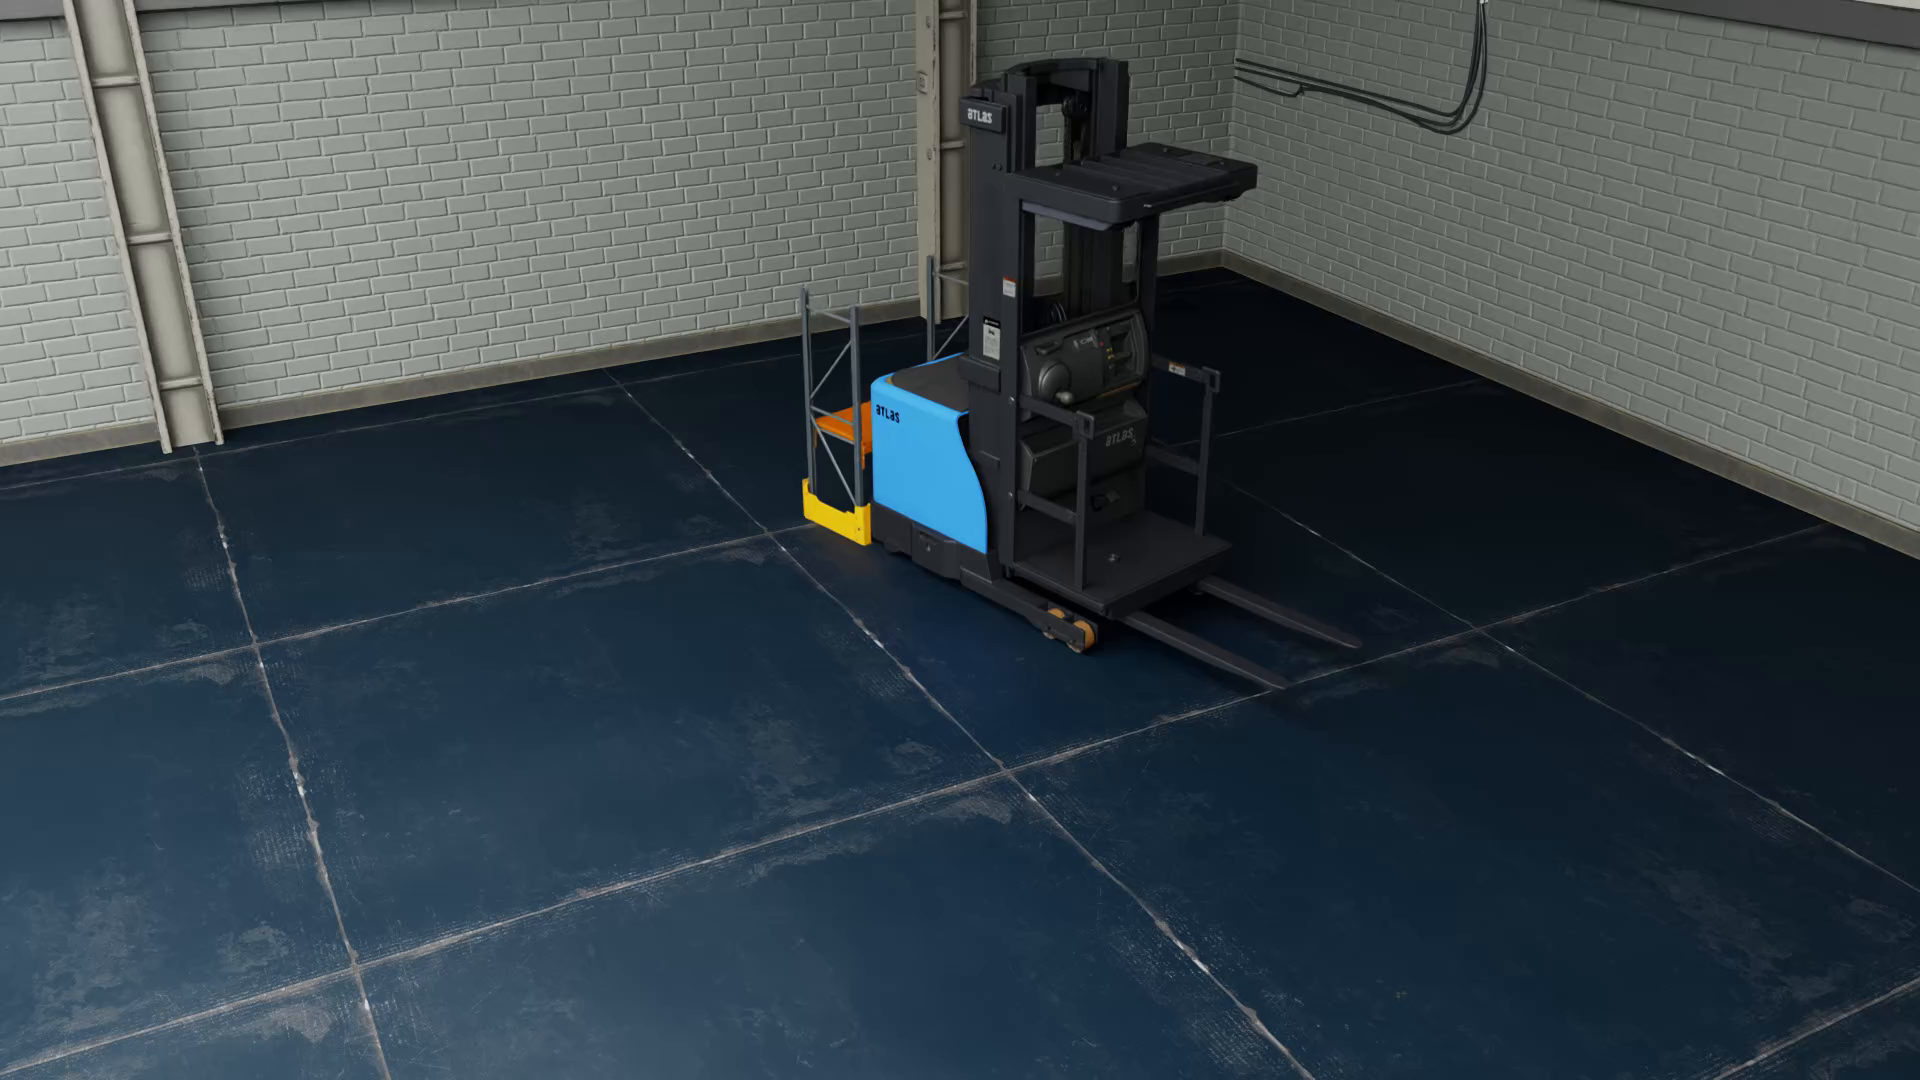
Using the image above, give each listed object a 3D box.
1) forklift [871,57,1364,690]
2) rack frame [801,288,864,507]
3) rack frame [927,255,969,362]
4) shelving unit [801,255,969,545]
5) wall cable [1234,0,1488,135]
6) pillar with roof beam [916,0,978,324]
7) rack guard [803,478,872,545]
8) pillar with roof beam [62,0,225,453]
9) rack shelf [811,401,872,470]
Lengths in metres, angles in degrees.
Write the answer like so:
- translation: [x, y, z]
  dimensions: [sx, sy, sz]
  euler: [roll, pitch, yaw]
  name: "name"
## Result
- translation: [0.825, -0.966, 8.875]
  dimensions: [1.130, 2.935, 3.031]
  euler: [-22, 33, -37]
  name: "forklift"
- translation: [-0.768, -0.747, 10.072]
  dimensions: [0.032, 1.500, 0.500]
  euler: [-22, 33, -38]
  name: "rack frame"
- translation: [-0.029, -1.049, 10.702]
  dimensions: [0.032, 1.500, 0.500]
  euler: [-22, 33, -38]
  name: "rack frame"
- translation: [-0.405, -0.895, 10.382]
  dimensions: [1.083, 1.500, 0.587]
  euler: [-22, 33, -38]
  name: "shelving unit"
- translation: [3.115, -4.670, 13.167]
  dimensions: [0.112, 2.526, 3.097]
  euler: [-13, 29, -25]
  name: "wall cable"
- translation: [1.919, -4.330, 8.872]
  dimensions: [0.400, 9.000, 9.100]
  euler: [-13, 29, -25]
  name: "pillar with roof beam"
- translation: [-0.767, -0.184, 10.344]
  dimensions: [0.087, 0.250, 0.587]
  euler: [-22, 33, -38]
  name: "rack guard"
- translation: [-3.375, -3.108, 6.327]
  dimensions: [0.400, 9.000, 9.100]
  euler: [-13, 29, -25]
  name: "pillar with roof beam"
- translation: [-0.399, -0.736, 10.465]
  dimensions: [1.000, 0.185, 0.538]
  euler: [-22, 33, -38]
  name: "rack shelf"
